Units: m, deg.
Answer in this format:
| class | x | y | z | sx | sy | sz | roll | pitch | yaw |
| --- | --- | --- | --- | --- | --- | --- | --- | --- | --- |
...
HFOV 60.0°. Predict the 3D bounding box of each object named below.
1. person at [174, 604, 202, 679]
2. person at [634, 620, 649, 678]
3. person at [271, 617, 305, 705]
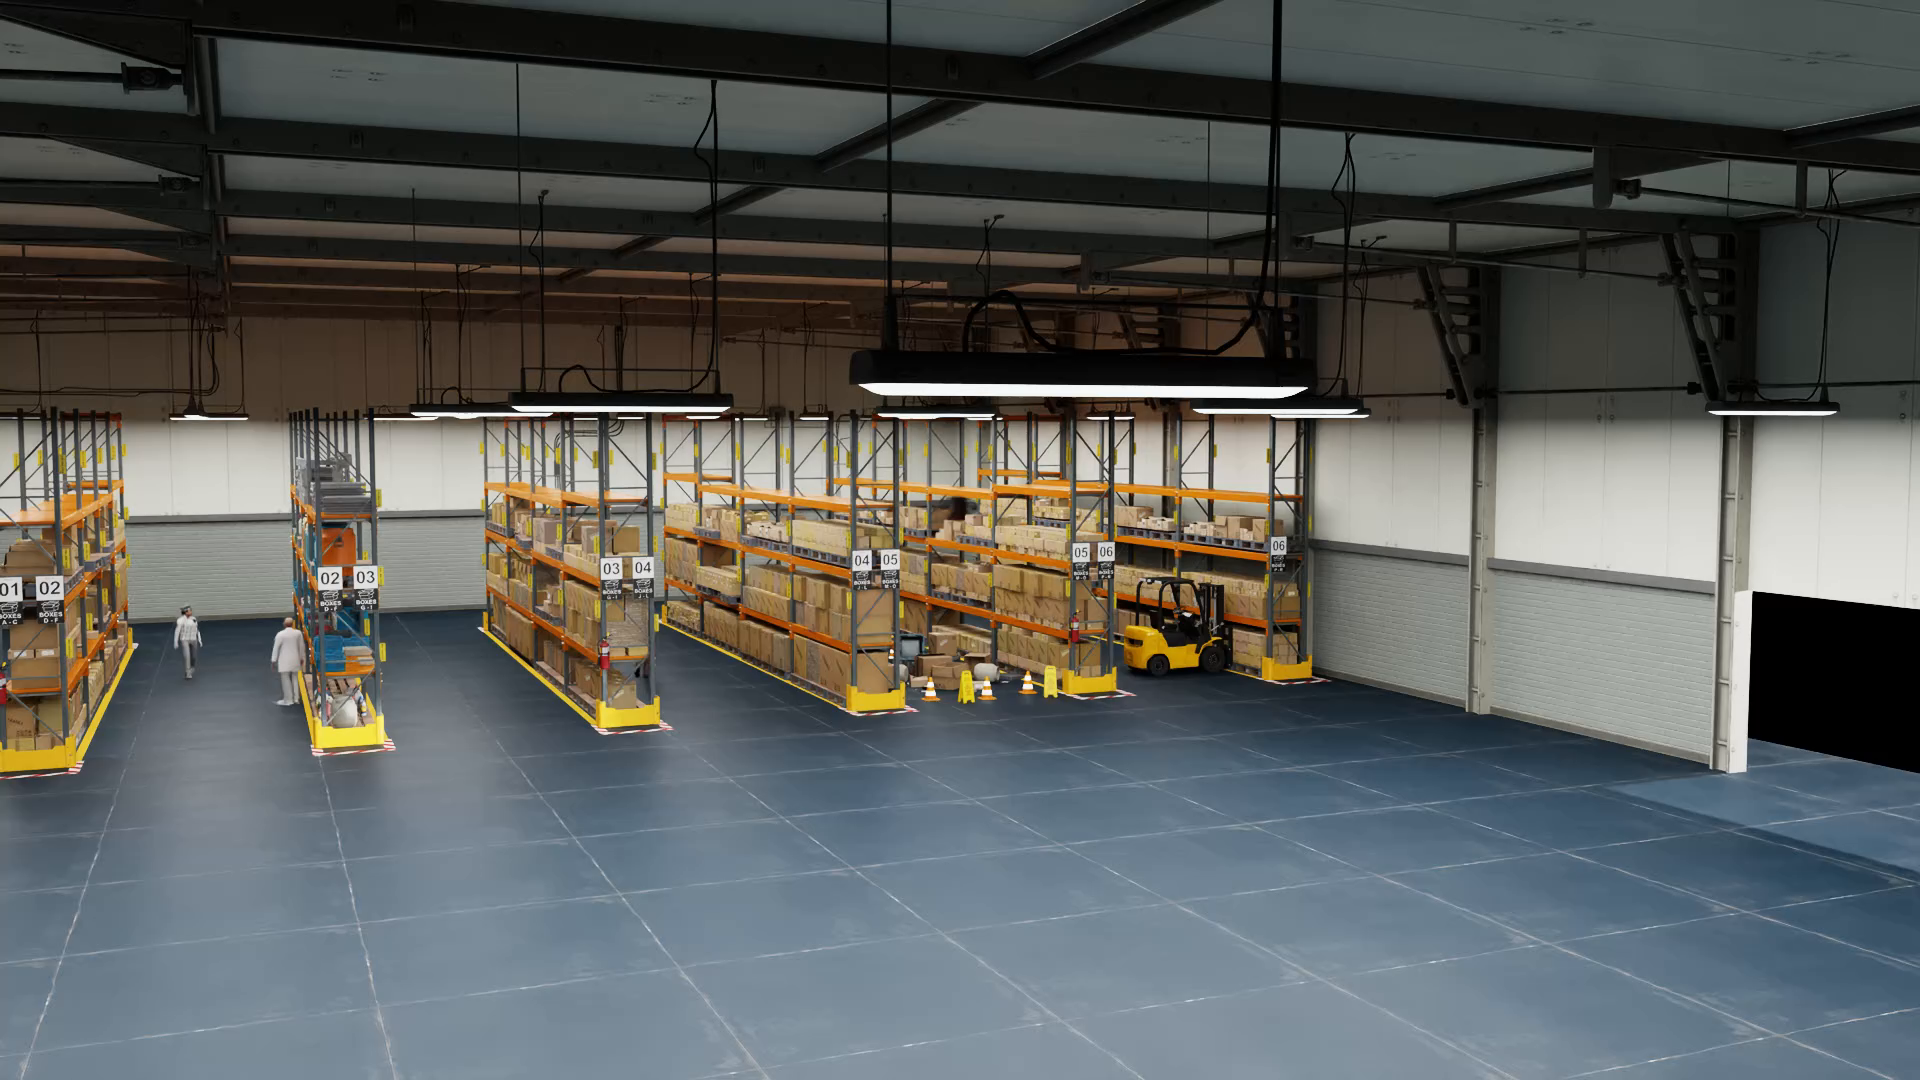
| class | x | y | z | sx | sy | sz | roll | pitch | yaw |
| --- | --- | --- | --- | --- | --- | --- | --- | --- | --- |
| person | -17.424 | 2.268 | 37.508 | 0.580 | 1.641 | 0.914 | -3 | 5 | -34 |
| person | -7.118 | 2.241 | 37.260 | 0.521 | 1.713 | 0.525 | 1 | 4 | 10 |
| person | -13.646 | 2.478 | 33.773 | 0.415 | 1.825 | 0.693 | 4 | 5 | 43 |
